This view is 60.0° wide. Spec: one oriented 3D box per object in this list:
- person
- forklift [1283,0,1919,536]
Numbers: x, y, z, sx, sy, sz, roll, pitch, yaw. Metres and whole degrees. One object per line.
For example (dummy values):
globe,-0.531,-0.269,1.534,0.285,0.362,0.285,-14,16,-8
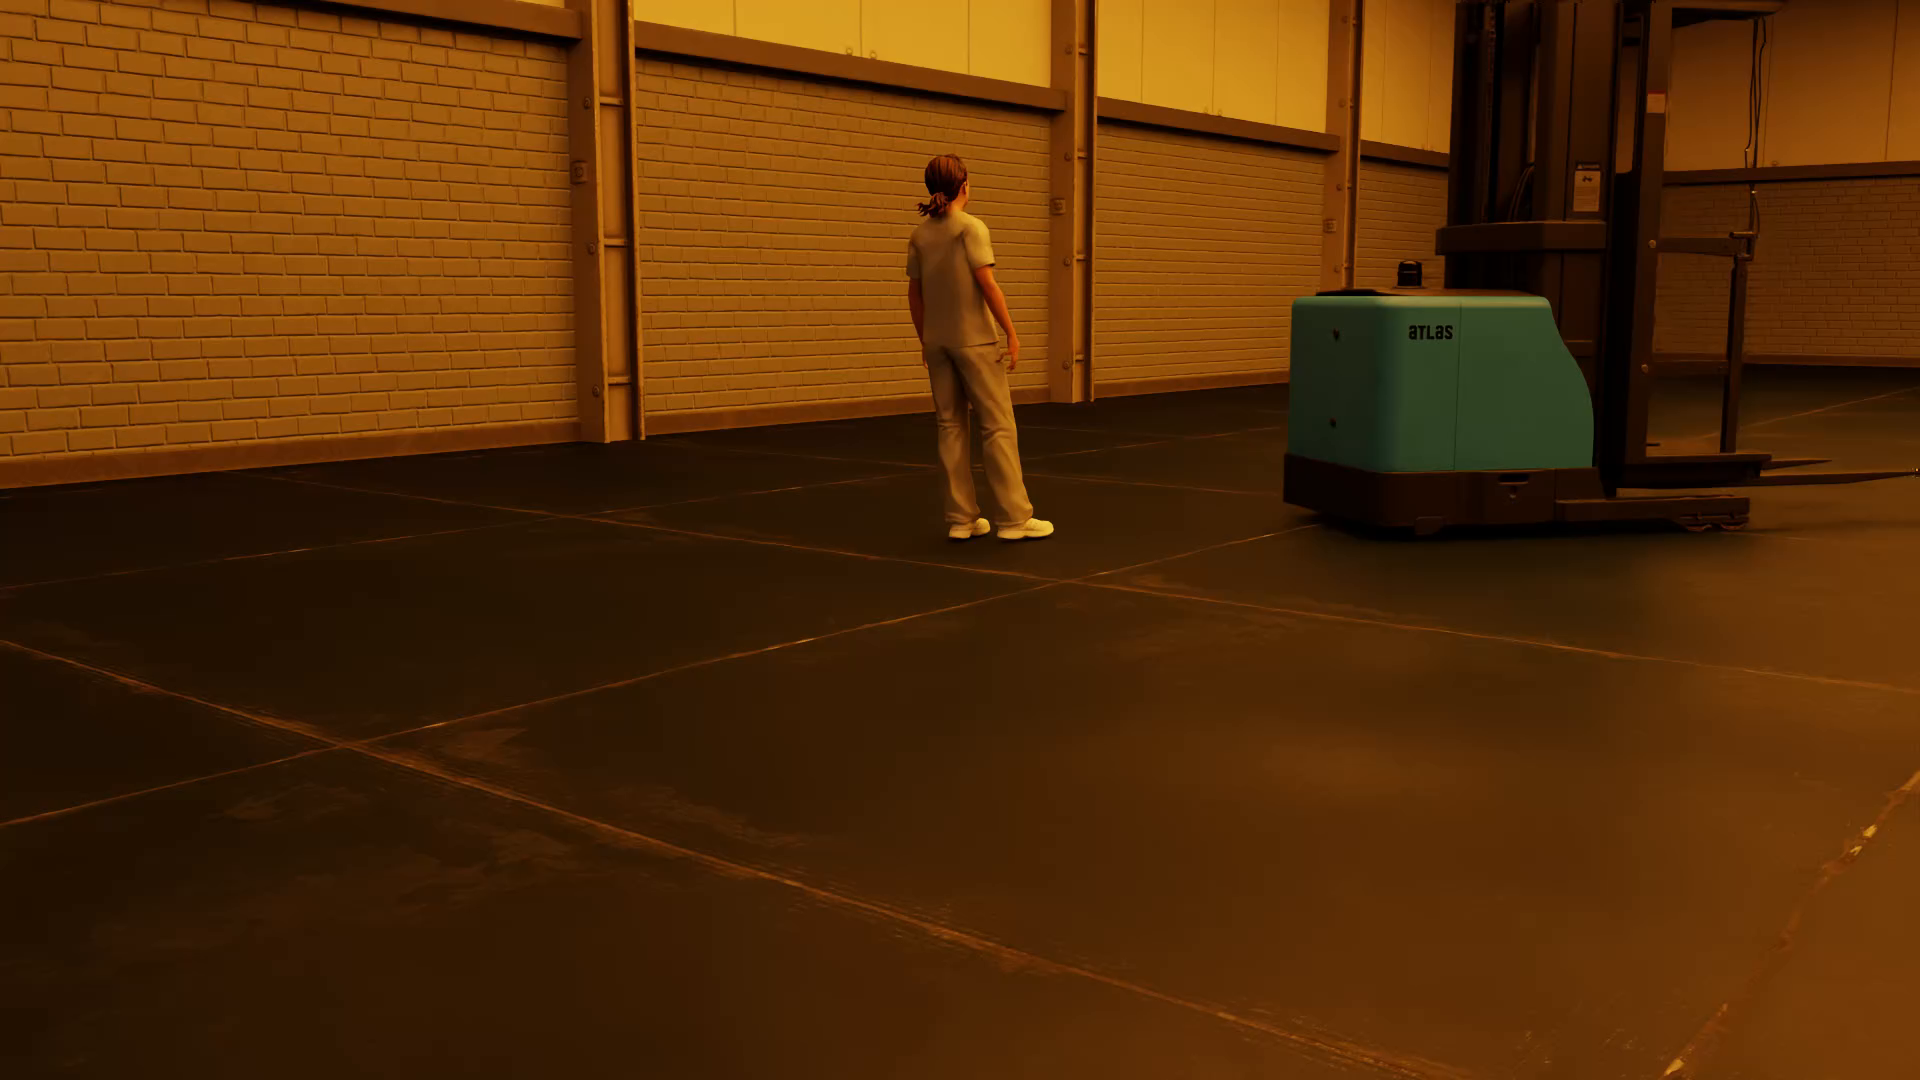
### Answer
person,0.057,-0.844,7.331,0.549,1.673,0.548,7,11,38
forklift,3.168,-1.558,7.926,3.031,2.935,1.130,-2,9,-14
